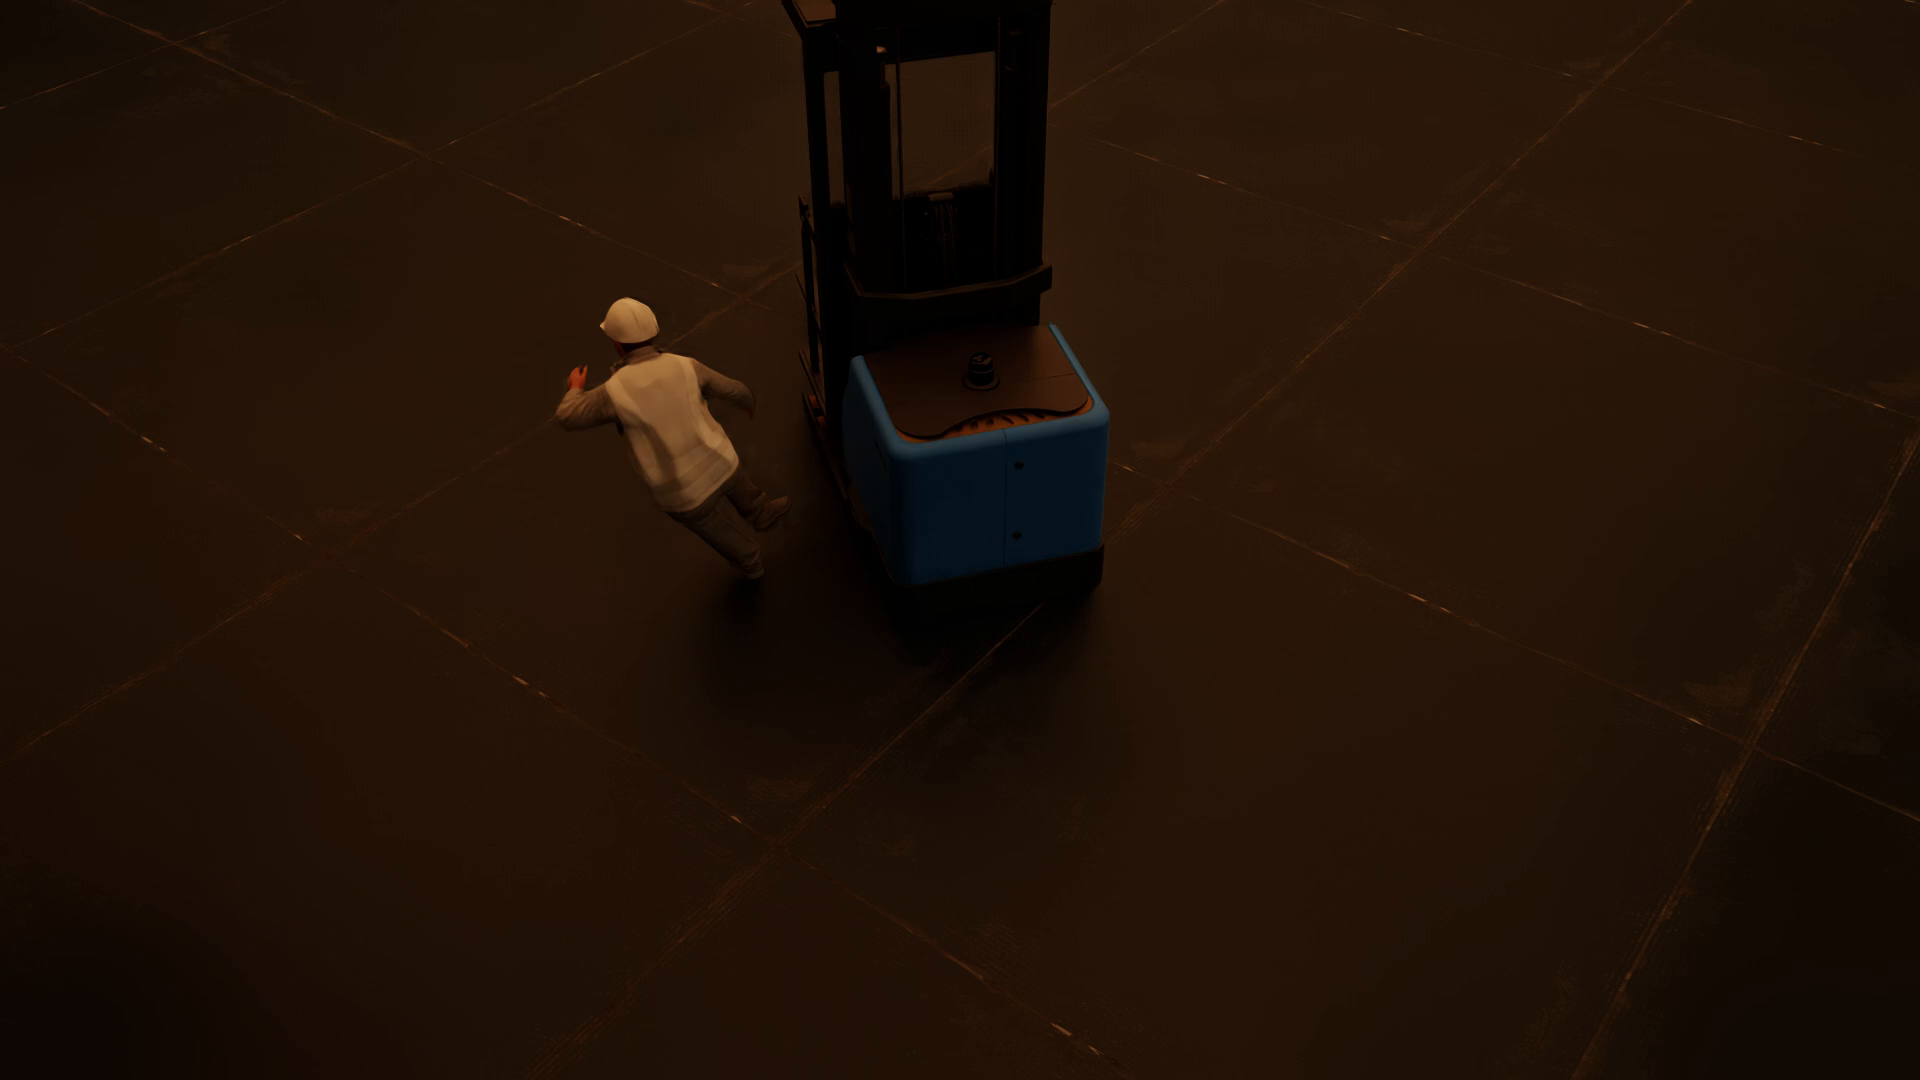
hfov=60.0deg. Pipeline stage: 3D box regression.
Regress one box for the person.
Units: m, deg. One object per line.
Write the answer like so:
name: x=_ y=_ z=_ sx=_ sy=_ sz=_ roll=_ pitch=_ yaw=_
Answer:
person: x=-1.296 y=-0.480 z=7.717 sx=1.052 sy=1.530 sz=0.907 roll=-30 pitch=49 yaw=-31

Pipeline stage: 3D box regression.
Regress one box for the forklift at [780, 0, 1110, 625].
forklift: x=-0.222 y=-1.684 z=8.049 sx=1.130 sy=2.935 sz=3.031 roll=-11 pitch=42 yaw=-12
